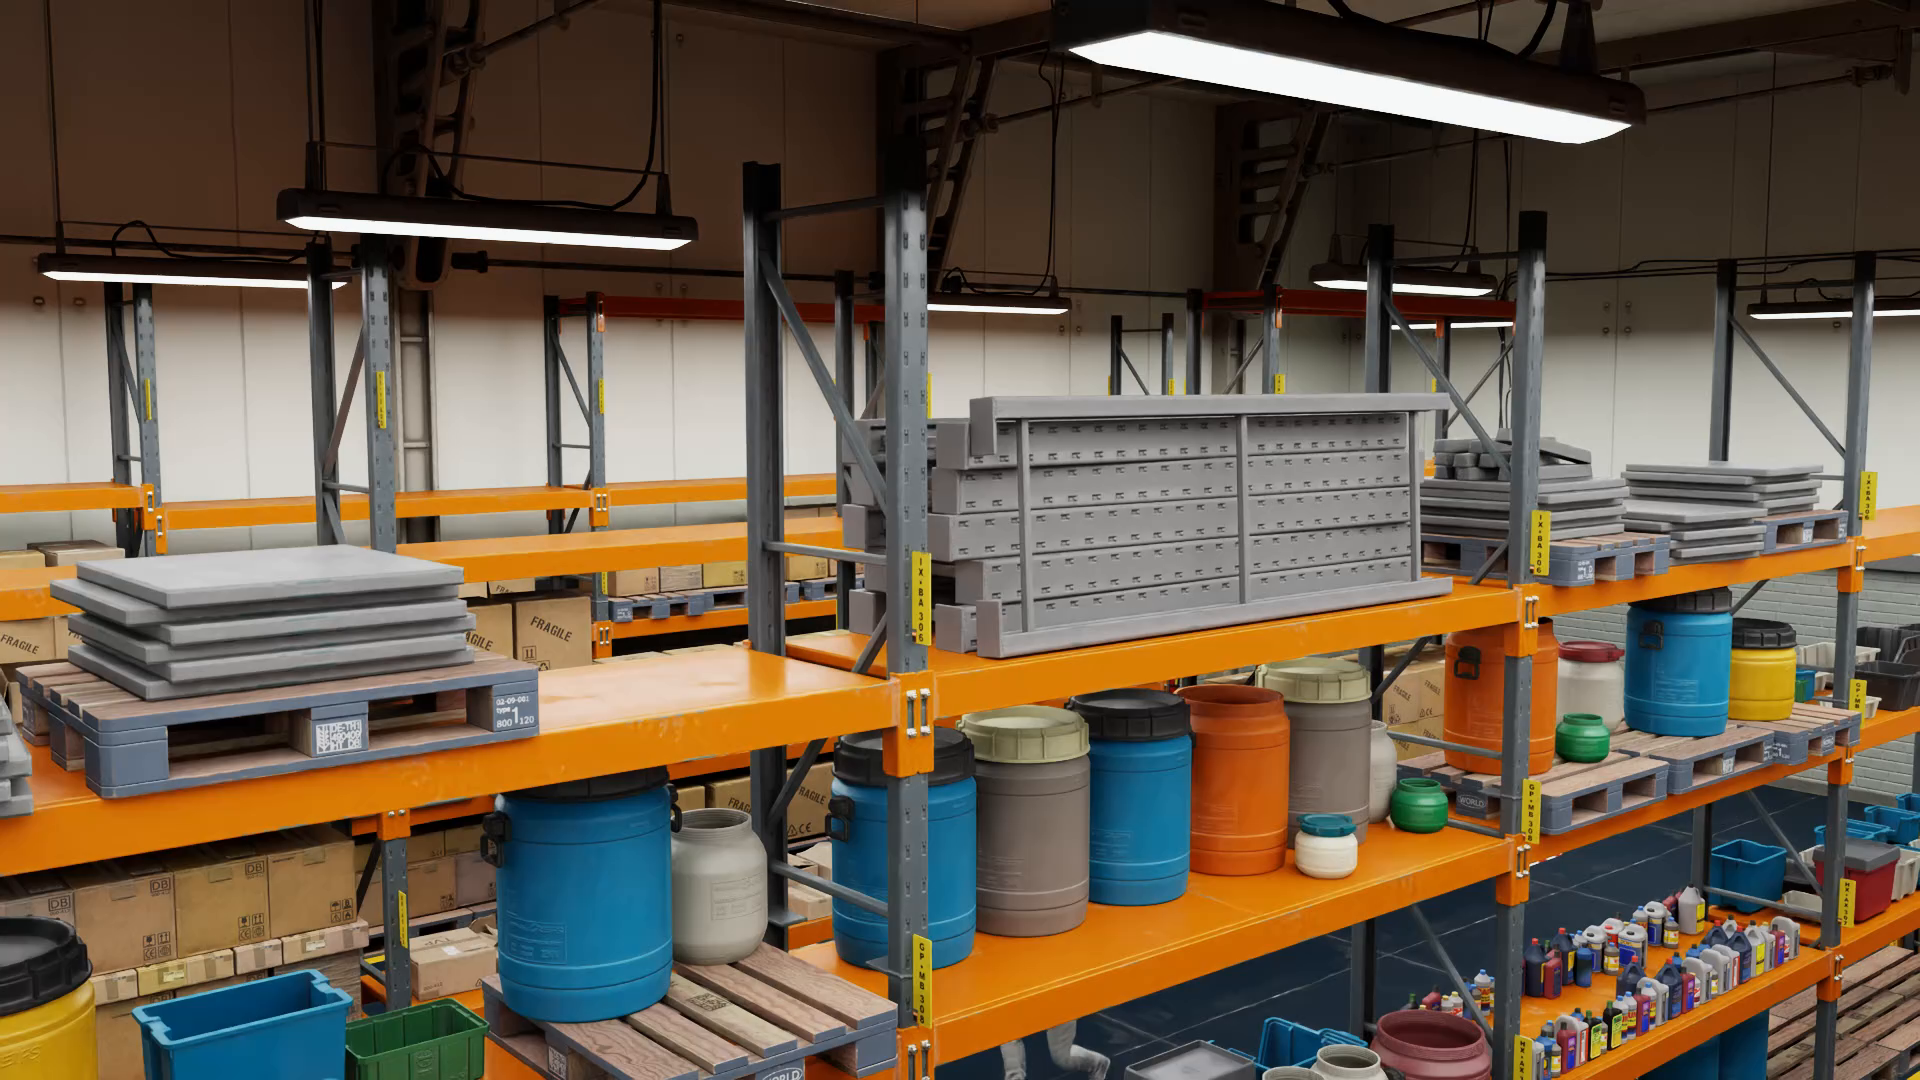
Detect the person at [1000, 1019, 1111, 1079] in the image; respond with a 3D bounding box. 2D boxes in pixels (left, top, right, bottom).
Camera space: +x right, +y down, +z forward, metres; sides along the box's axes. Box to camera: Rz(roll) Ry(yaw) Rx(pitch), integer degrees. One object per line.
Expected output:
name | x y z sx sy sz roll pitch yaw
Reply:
person | 0.634 3.243 11.907 0.965 1.540 0.469 -4 7 -34
